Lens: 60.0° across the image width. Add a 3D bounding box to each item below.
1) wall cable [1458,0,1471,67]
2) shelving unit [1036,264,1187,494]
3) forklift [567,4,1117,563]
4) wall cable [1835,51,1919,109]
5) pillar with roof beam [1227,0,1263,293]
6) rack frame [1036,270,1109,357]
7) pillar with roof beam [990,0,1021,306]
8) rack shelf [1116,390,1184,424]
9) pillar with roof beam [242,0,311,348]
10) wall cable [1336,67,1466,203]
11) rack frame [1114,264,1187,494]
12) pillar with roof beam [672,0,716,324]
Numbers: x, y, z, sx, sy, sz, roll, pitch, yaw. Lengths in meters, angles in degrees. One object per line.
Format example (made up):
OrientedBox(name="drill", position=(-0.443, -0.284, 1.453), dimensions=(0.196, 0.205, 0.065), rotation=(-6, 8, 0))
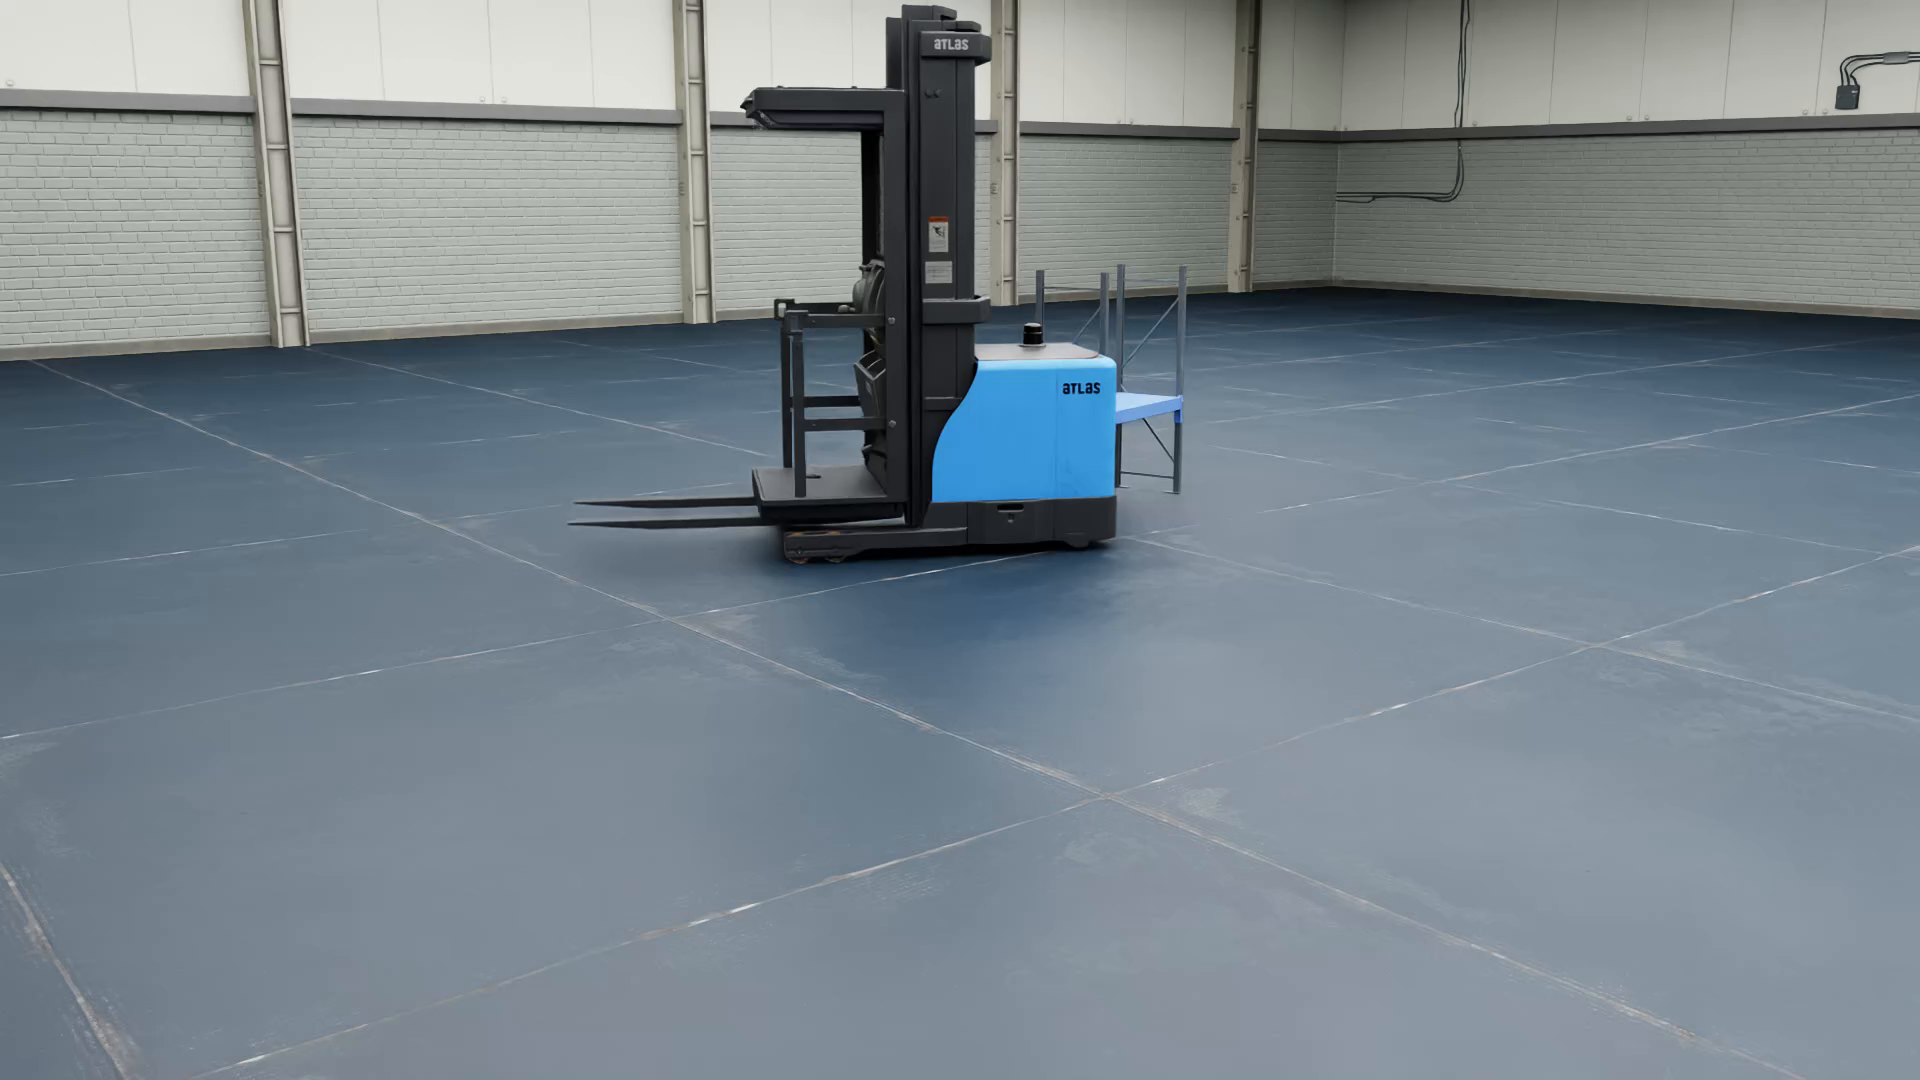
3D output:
OrientedBox(name="wall cable", position=(10.263, -9.917, 29.985), dimensions=(0.112, 2.526, 3.097), rotation=(-9, 15, -38))
OrientedBox(name="shelving unit", position=(0.969, -0.983, 10.648), dimensions=(0.538, 1.500, 1.048), rotation=(8, 14, 34))
OrientedBox(name="forklift", position=(-0.684, -1.425, 9.284), dimensions=(3.031, 2.935, 1.130), rotation=(-2, 12, -9))
OrientedBox(name="wall cable", position=(14.491, -9.526, 24.639), dimensions=(0.169, 6.003, 2.305), rotation=(-9, 15, -38))
OrientedBox(name="pillar with roof beam", position=(8.136, -8.538, 28.175), dimensions=(0.400, 9.000, 9.100), rotation=(-9, 15, -38))
OrientedBox(name="rack frame", position=(0.681, -0.896, 10.238), dimensions=(0.500, 1.500, 0.032), rotation=(8, 14, 34))
OrientedBox(name="pillar with roof beam", position=(3.451, -7.760, 24.508), dimensions=(0.400, 9.000, 9.100), rotation=(-9, 15, -38))
OrientedBox(name="rack shelf", position=(0.969, -0.807, 10.685), dimensions=(0.538, 0.185, 1.000), rotation=(8, 14, 34))
OrientedBox(name="pillar with roof beam", position=(-5.920, -6.203, 17.175), dimensions=(0.400, 9.000, 9.100), rotation=(-9, 15, -38))
OrientedBox(name="wall cable", position=(8.573, -7.886, 32.576), dimensions=(0.112, 2.526, 3.097), rotation=(-9, 15, -38))
OrientedBox(name="rack frame", position=(1.258, -1.070, 11.057), dimensions=(0.500, 1.500, 0.032), rotation=(8, 14, 34))
OrientedBox(name="pillar with roof beam", position=(-1.235, -6.981, 20.842), dimensions=(0.400, 9.000, 9.100), rotation=(-9, 15, -38))
